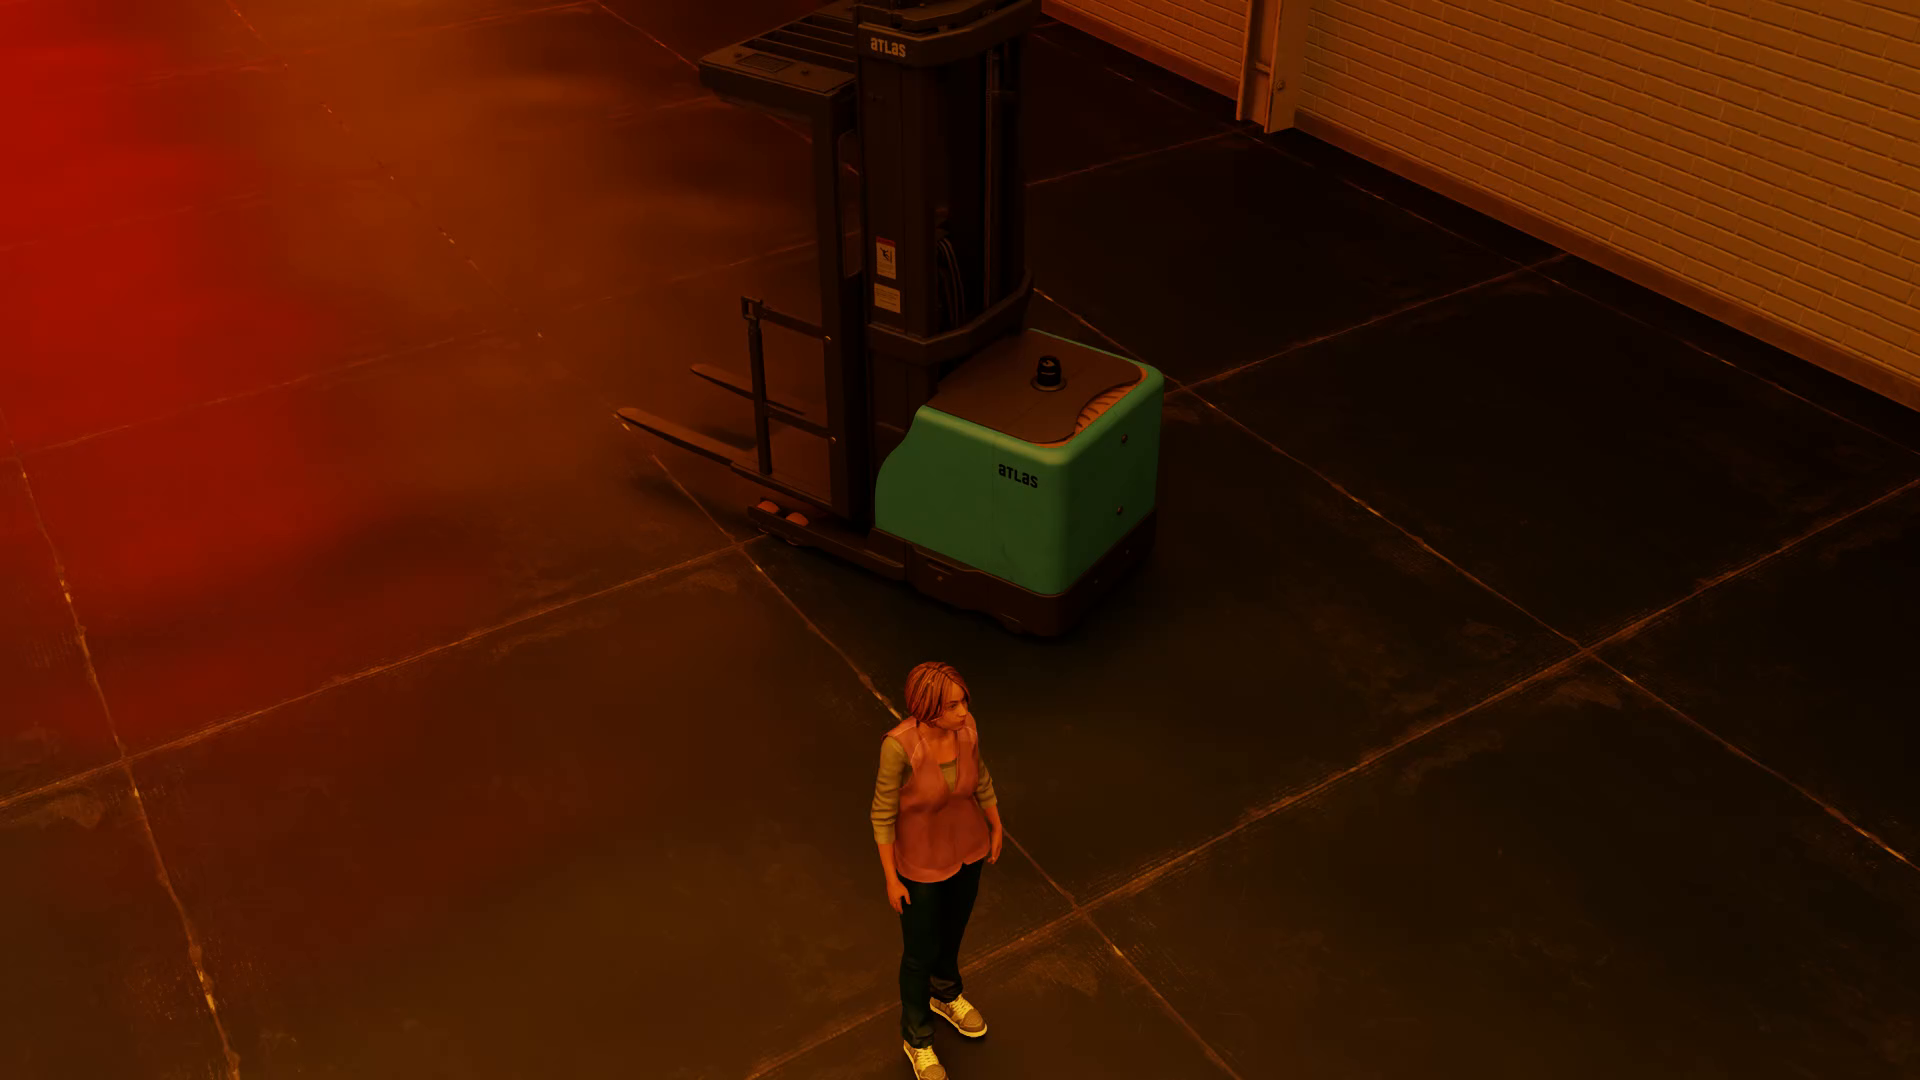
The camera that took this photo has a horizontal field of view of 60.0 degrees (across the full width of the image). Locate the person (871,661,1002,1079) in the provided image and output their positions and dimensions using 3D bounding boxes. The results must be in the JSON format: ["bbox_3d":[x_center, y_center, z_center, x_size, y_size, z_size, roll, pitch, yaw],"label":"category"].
[{"bbox_3d":[-0.034,1.127,5.690,0.521,1.599,0.473,-25,42,-31],"label":"person"}]

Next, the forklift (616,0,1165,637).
[{"bbox_3d":[-0.500,-1.399,8.138,3.031,2.935,1.130,22,41,28],"label":"forklift"}]
